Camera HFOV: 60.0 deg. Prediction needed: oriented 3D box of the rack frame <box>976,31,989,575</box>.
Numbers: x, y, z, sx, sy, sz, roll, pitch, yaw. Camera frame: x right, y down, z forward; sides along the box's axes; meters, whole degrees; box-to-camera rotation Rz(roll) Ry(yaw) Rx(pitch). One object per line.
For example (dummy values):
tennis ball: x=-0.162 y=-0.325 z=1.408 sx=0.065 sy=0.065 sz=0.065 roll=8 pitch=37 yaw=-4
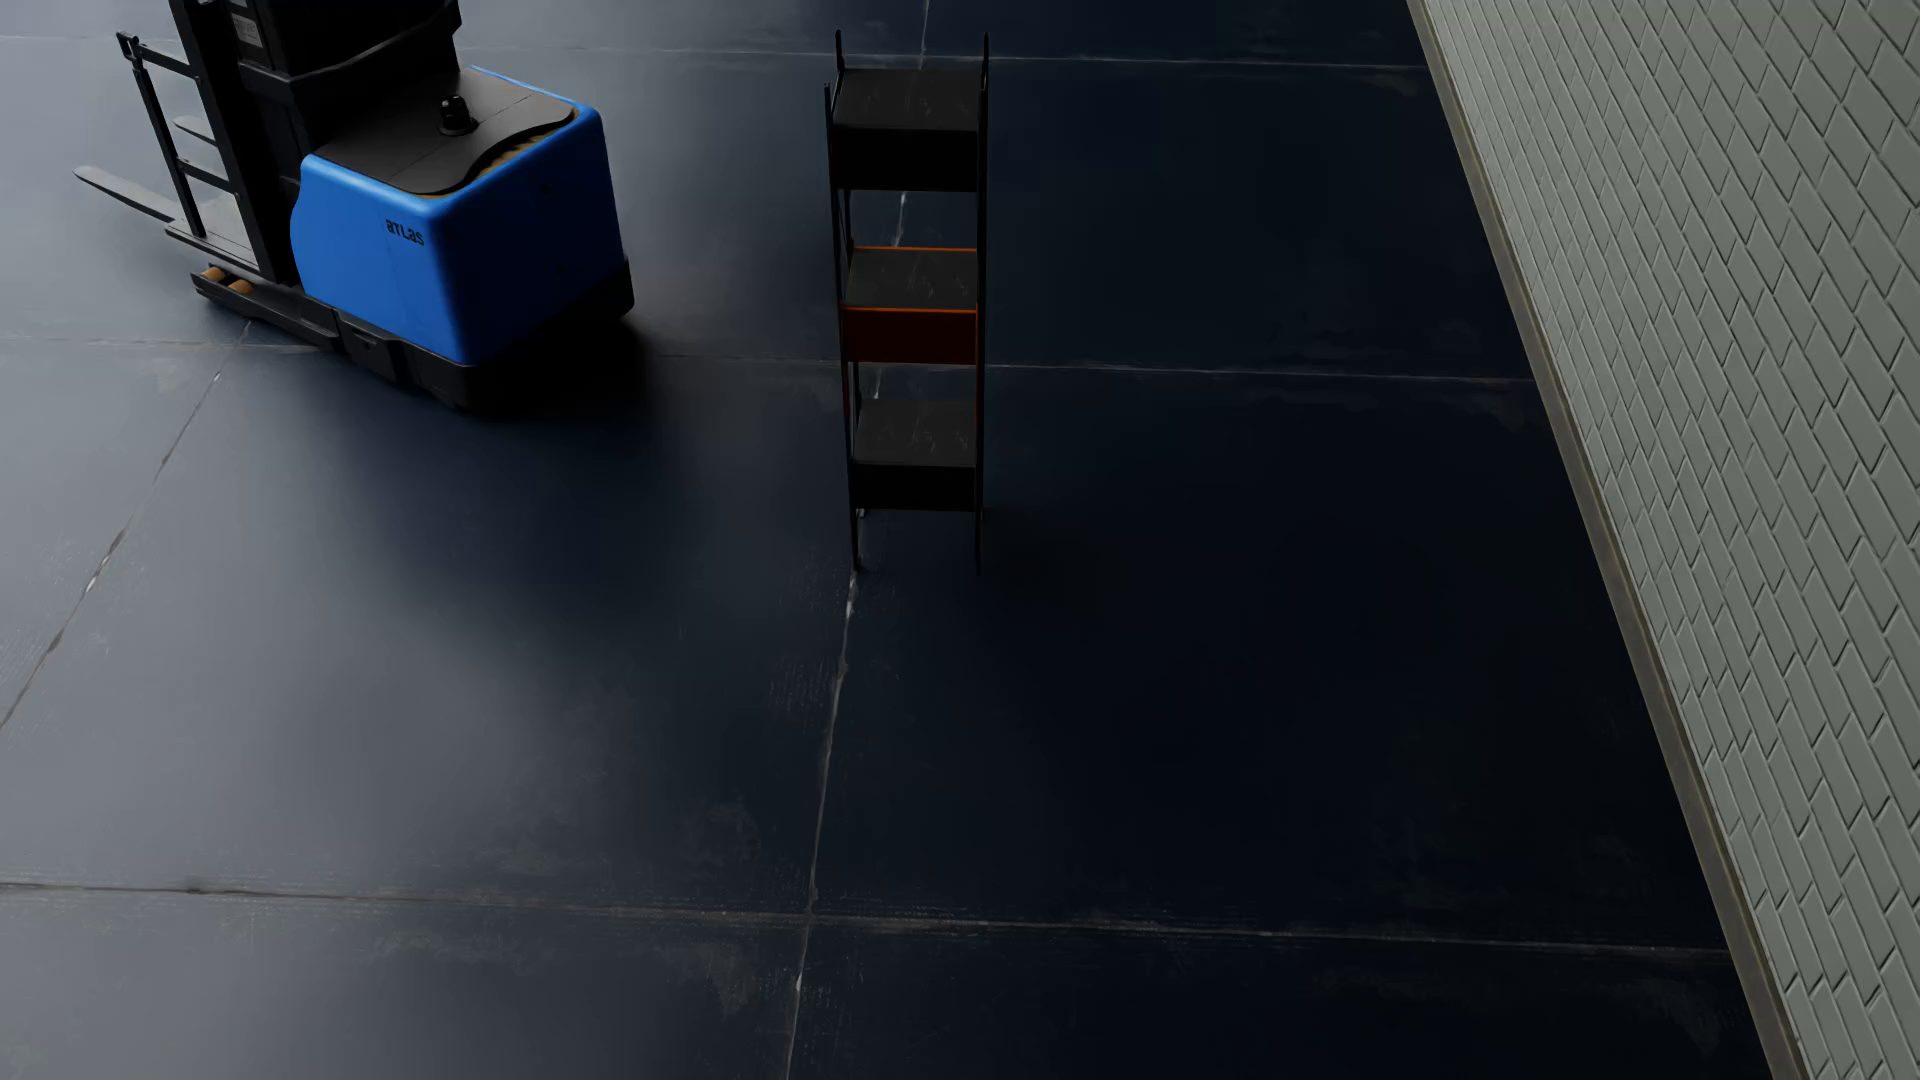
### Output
rack frame: x=0.078 y=-0.766 z=6.032 sx=0.015 sy=2.100 sz=0.400 roll=2 pitch=43 yaw=2

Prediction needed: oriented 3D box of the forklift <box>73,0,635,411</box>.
forklift: x=-3.050 y=-2.414 z=7.192 sx=3.031 sy=2.935 sz=1.130 roll=24 pitch=48 yaw=23

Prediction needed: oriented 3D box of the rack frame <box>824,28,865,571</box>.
rack frame: x=-0.409 y=-0.781 z=6.048 sx=0.015 sy=2.100 sz=0.400 roll=2 pitch=43 yaw=2

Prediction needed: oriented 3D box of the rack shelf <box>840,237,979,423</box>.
rack shelf: x=-0.165 y=-0.763 z=6.049 sx=0.480 sy=0.518 sz=0.431 roll=2 pitch=43 yaw=2

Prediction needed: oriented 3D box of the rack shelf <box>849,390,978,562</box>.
rack shelf: x=-0.165 y=-0.251 z=6.526 sx=0.480 sy=0.518 sz=0.431 roll=2 pitch=43 yaw=2

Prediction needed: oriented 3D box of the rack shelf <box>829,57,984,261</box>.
rack shelf: x=-0.165 y=-1.276 z=5.572 sx=0.480 sy=0.518 sz=0.431 roll=2 pitch=43 yaw=2

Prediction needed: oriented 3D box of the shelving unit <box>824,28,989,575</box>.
shelving unit: x=-0.165 y=-0.773 z=6.040 sx=0.503 sy=2.100 sz=0.431 roll=2 pitch=43 yaw=2
